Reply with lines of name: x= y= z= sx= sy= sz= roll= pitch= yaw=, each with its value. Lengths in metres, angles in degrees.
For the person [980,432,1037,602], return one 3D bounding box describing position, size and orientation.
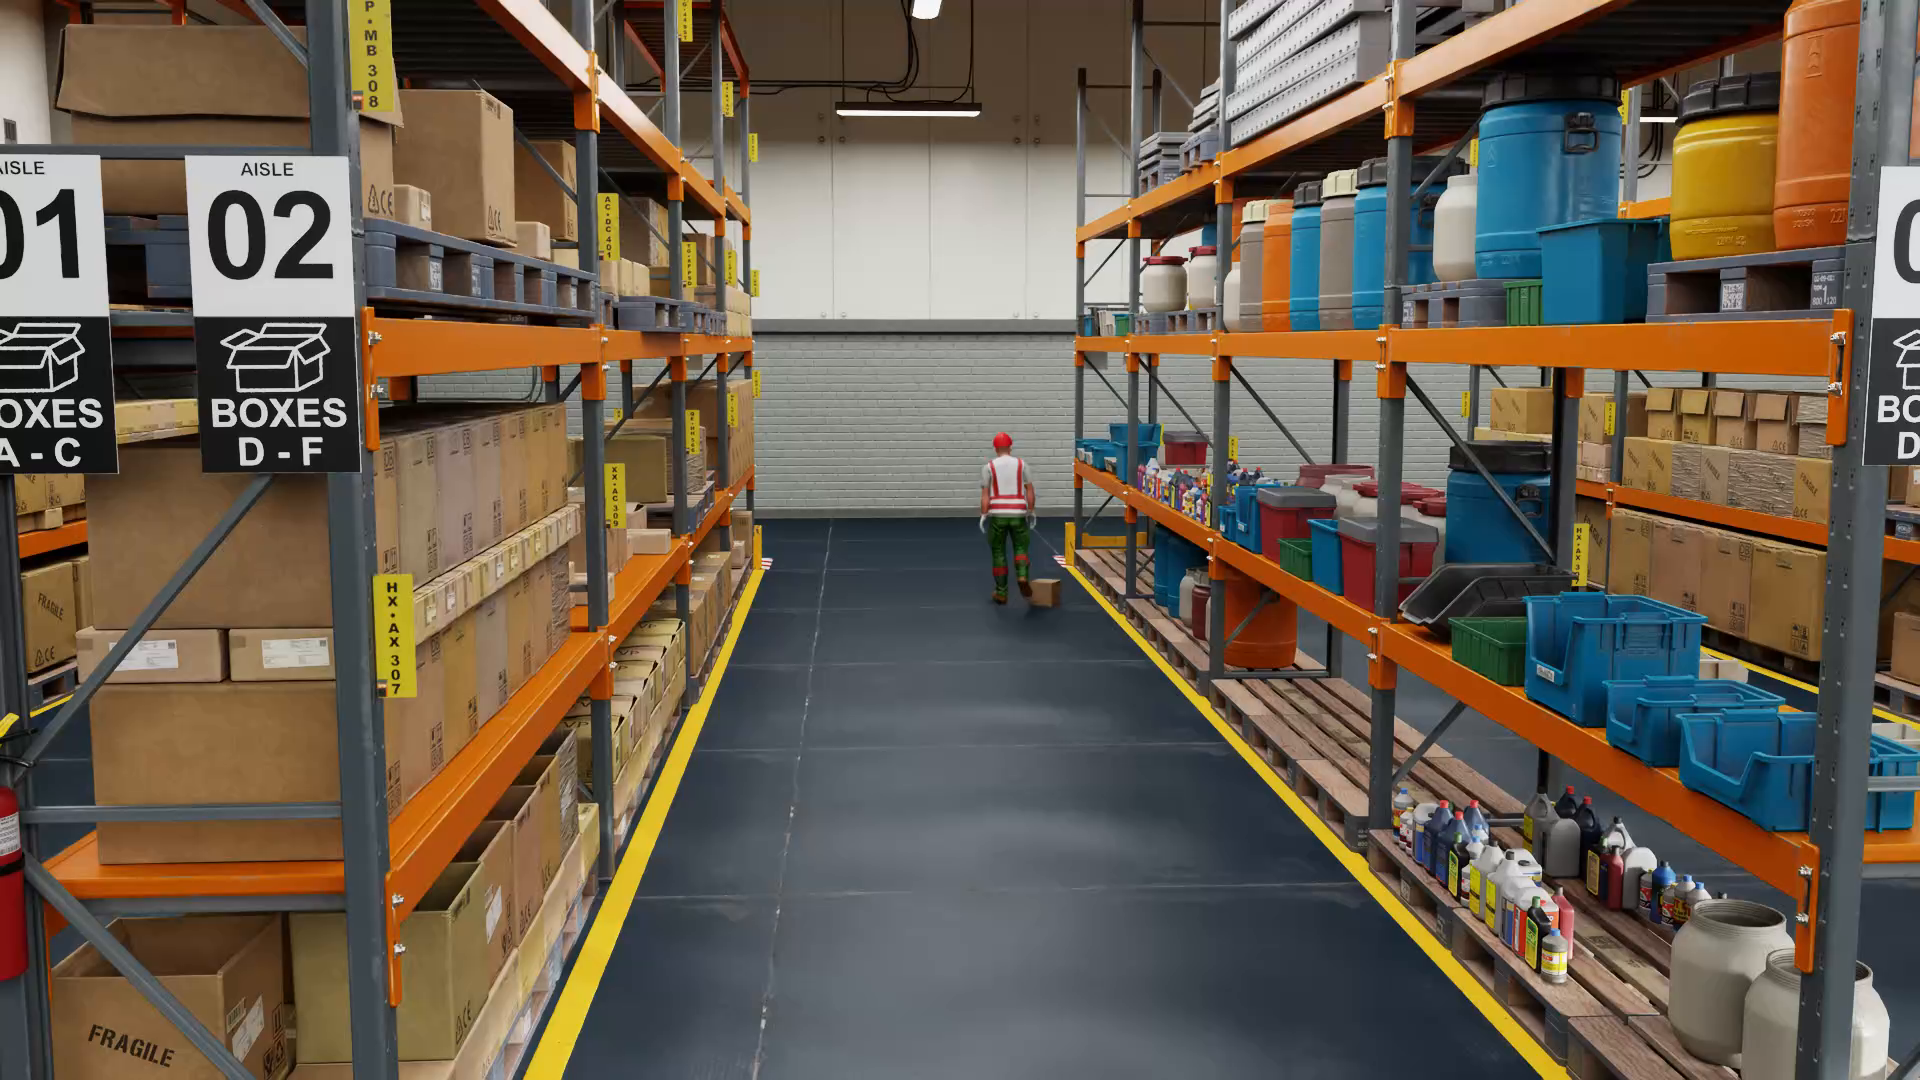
person: x=0.519 y=-0.234 z=17.490 sx=0.601 sy=1.776 sz=0.665 roll=-1 pitch=7 yaw=-7
